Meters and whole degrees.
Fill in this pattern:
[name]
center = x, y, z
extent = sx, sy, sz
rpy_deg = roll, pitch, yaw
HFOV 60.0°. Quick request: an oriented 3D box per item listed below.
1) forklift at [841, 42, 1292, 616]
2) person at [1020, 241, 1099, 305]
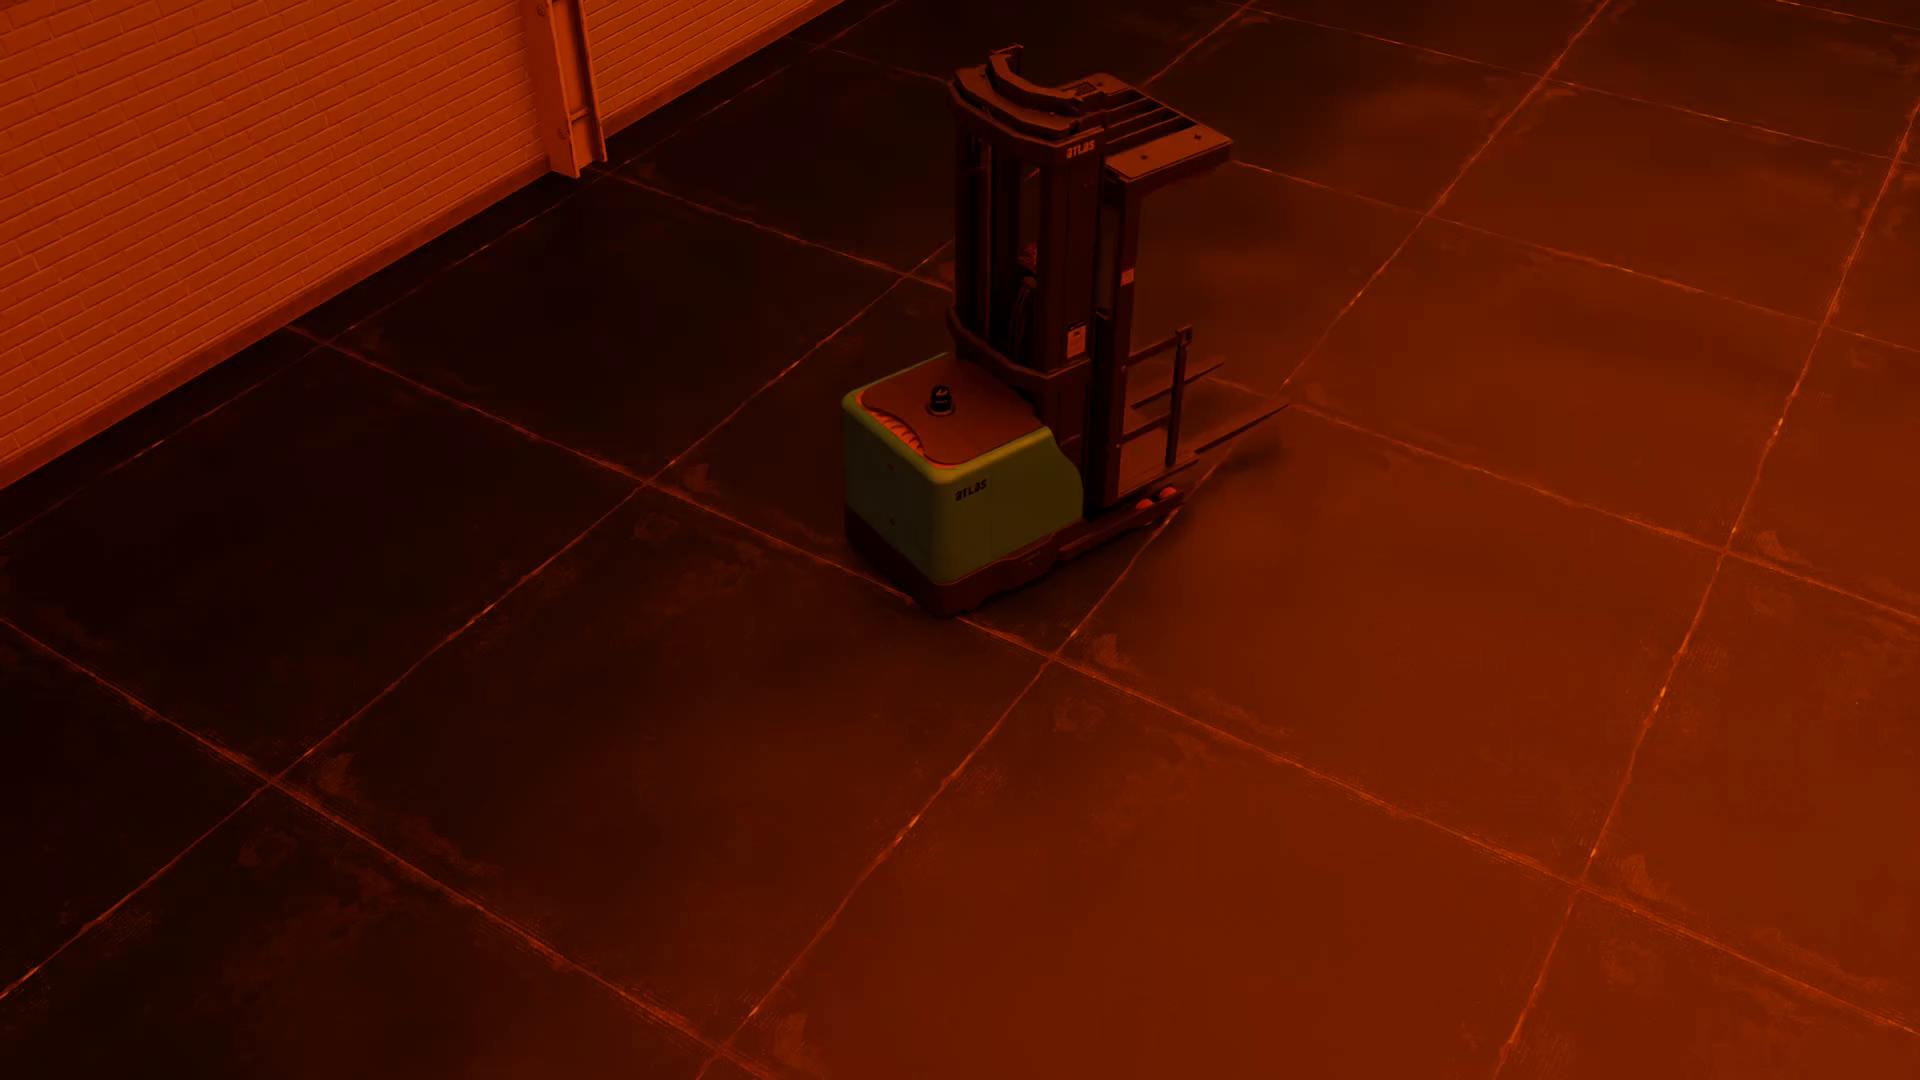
[forklift]
center = 0.782, -1.456, 9.685
extent = 3.031, 2.935, 1.130
rpy_deg = -26, 47, -27
[person]
center = 0.553, -1.578, 10.588
extent = 0.625, 0.802, 0.744
rpy_deg = -9, 41, -10
